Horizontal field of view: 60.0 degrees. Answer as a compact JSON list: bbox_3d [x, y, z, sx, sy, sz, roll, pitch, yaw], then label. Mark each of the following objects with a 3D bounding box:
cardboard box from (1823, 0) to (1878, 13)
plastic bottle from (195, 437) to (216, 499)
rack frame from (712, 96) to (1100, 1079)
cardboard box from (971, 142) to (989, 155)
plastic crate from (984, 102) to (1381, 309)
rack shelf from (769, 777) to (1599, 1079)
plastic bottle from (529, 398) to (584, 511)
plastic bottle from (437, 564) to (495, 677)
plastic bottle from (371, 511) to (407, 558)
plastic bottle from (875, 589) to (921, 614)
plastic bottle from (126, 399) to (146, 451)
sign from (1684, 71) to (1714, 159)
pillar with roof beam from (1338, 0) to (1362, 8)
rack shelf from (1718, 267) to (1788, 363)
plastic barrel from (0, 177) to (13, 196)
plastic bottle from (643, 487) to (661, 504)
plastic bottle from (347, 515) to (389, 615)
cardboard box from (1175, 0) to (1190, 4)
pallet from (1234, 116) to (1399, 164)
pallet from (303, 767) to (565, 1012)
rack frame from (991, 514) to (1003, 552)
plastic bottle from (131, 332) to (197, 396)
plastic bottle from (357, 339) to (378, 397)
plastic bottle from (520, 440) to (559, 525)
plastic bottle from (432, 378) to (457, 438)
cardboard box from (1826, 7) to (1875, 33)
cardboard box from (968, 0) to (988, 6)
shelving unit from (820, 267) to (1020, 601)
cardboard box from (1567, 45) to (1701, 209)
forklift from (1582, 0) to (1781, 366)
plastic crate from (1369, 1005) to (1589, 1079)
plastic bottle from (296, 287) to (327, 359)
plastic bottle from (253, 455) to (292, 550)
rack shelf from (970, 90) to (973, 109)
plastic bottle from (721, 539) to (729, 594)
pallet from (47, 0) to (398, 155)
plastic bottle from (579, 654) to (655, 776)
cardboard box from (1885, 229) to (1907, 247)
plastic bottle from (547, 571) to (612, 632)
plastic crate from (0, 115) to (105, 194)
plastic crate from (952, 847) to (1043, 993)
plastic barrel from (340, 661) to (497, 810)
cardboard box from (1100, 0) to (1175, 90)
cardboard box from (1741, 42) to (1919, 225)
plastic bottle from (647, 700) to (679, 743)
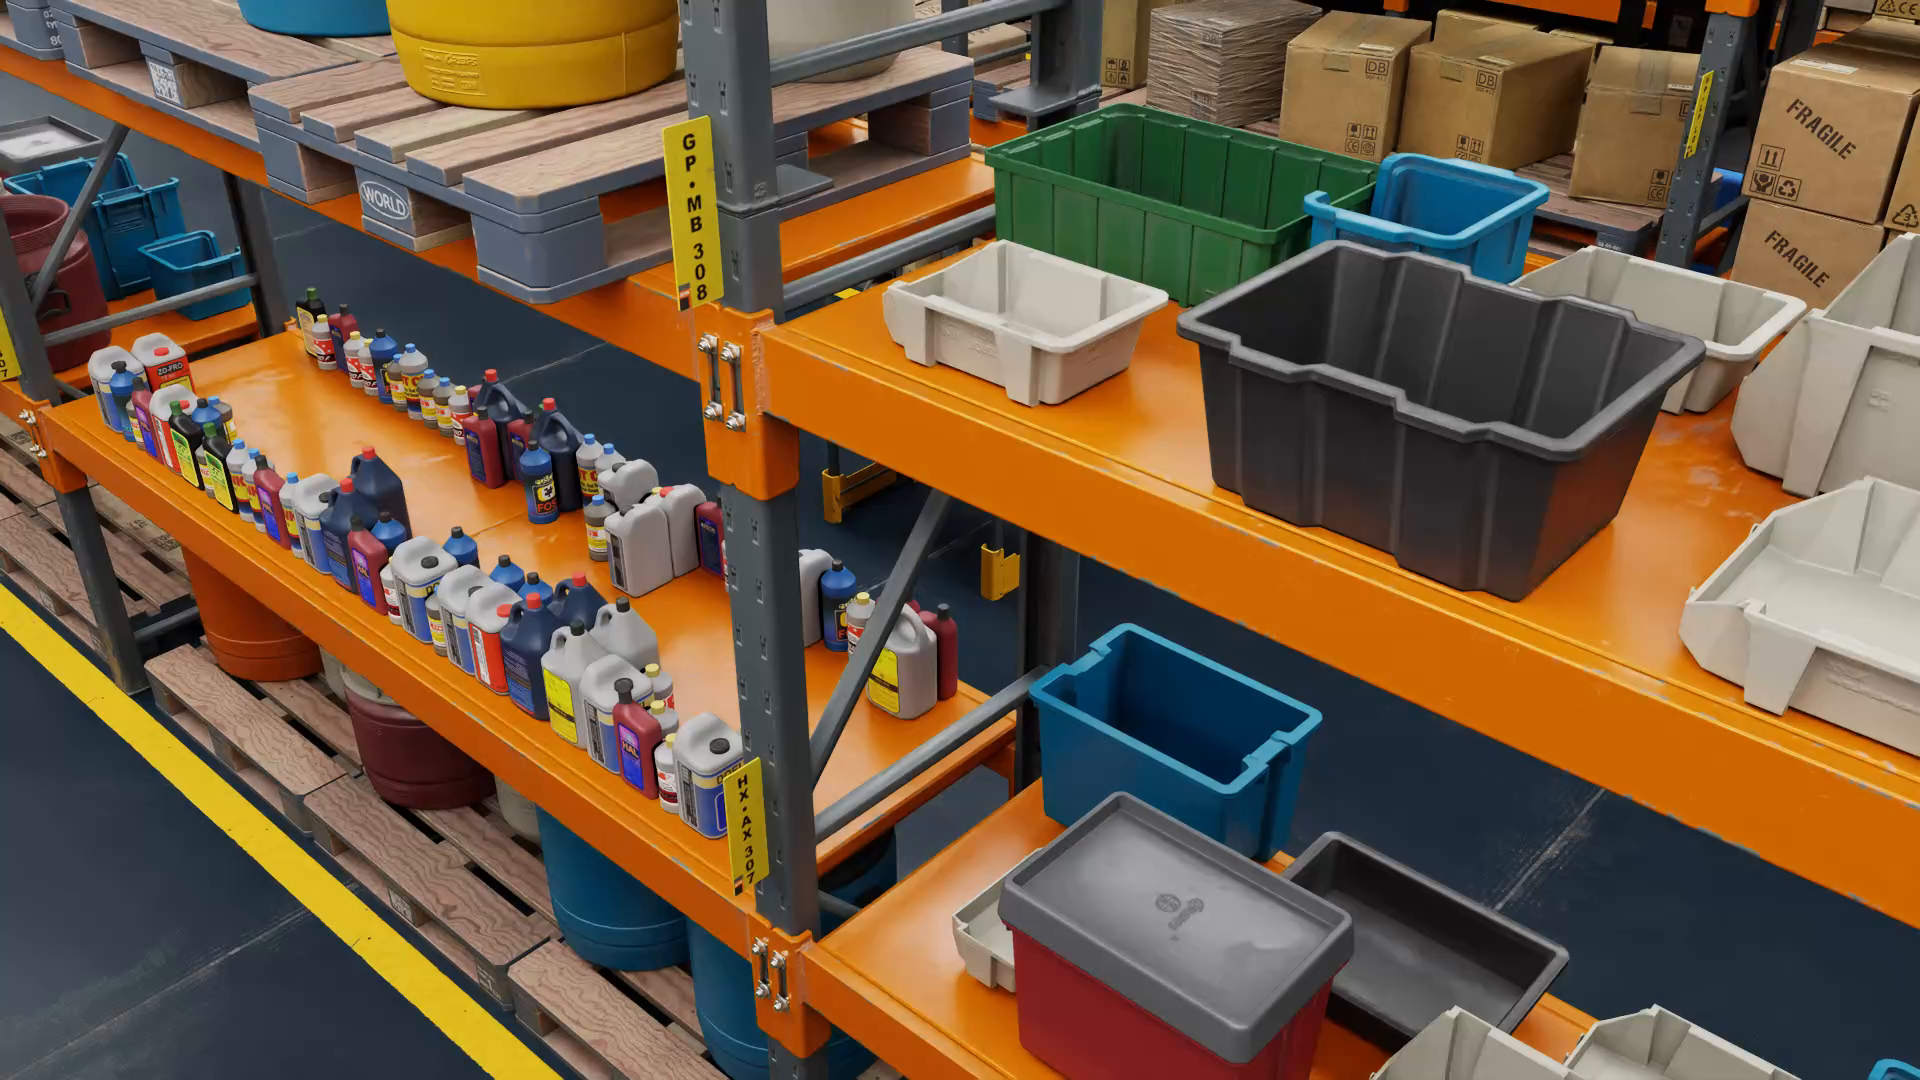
[{"bbox_3d":[5.667,-3.680,10.549,0.500,0.500,0.500,25,39,35],"label":"cardboard box"},{"bbox_3d":[-2.437,-0.245,5.441,0.097,0.201,0.097,0,31,0],"label":"plastic bottle"},{"bbox_3d":[-0.085,0.524,3.971,0.127,3.000,1.000,25,39,35],"label":"rack frame"},{"bbox_3d":[0.085,-2.289,10.359,0.500,0.311,0.500,27,40,37],"label":"cardboard box"},{"bbox_3d":[0.432,-0.639,3.201,0.662,0.188,0.450,25,39,35],"label":"plastic crate"},{"bbox_3d":[1.398,1.524,3.007,4.000,0.370,1.077,25,39,35],"label":"rack shelf"},{"bbox_3d":[-1.291,-0.286,5.364,0.185,0.351,0.144,25,39,35],"label":"plastic bottle"},{"bbox_3d":[-1.339,0.217,4.602,0.135,0.276,0.152,25,39,35],"label":"plastic bottle"},{"bbox_3d":[-1.673,0.039,4.901,0.097,0.271,0.097,0,31,0],"label":"plastic bottle"},{"bbox_3d":[-0.169,0.238,4.560,0.133,0.283,0.061,25,39,35],"label":"plastic bottle"},{"bbox_3d":[-2.807,-0.418,5.728,0.097,0.201,0.097,0,31,0],"label":"plastic bottle"},{"bbox_3d":[2.872,-1.652,6.462,0.005,0.325,0.100,25,39,35],"label":"sign"},{"bbox_3d":[0.325,-6.354,9.579,0.400,9.000,9.100,25,39,35],"label":"pillar with roof beam"},{"bbox_3d":[4.725,-0.369,6.151,4.000,0.370,1.077,25,39,35],"label":"rack shelf"},{"bbox_3d":[-3.957,-1.183,6.698,0.421,0.512,0.421,0,31,0],"label":"plastic barrel"},{"bbox_3d":[-0.927,-0.068,5.147,0.097,0.201,0.097,0,31,0],"label":"plastic bottle"},{"bbox_3d":[-1.713,0.071,4.837,0.133,0.283,0.061,25,39,35],"label":"plastic bottle"},{"bbox_3d":[1.957,-4.551,14.398,0.500,0.500,0.700,26,39,36],"label":"cardboard box"},{"bbox_3d":[1.721,-2.000,8.350,1.213,0.211,1.003,25,39,35],"label":"pallet"},{"bbox_3d":[-1.538,1.013,5.862,1.213,0.211,1.003,25,39,35],"label":"pallet"},{"bbox_3d":[0.314,-0.496,7.120,0.032,1.500,0.500,25,39,35],"label":"rack frame"},{"bbox_3d":[-2.845,-0.592,5.946,0.135,0.276,0.152,25,39,35],"label":"plastic bottle"},{"bbox_3d":[-2.148,-0.638,6.094,0.097,0.201,0.097,0,31,0],"label":"plastic bottle"},{"bbox_3d":[-1.340,-0.190,5.283,0.097,0.271,0.097,0,31,0],"label":"plastic bottle"},{"bbox_3d":[-1.787,-0.470,5.814,0.097,0.201,0.097,0,31,0],"label":"plastic bottle"},{"bbox_3d":[5.758,-3.359,10.646,0.250,0.149,0.380,26,40,36],"label":"cardboard box"},{"bbox_3d":[0.215,-5.182,15.769,0.250,0.166,0.380,20,36,29],"label":"cardboard box"},{"bbox_3d":[-0.057,-0.669,7.407,1.083,1.500,0.587,25,39,35],"label":"shelving unit"},{"bbox_3d":[3.041,-1.841,7.396,0.500,0.500,0.700,12,33,19],"label":"cardboard box"},{"bbox_3d":[3.794,-2.837,9.621,3.031,2.935,1.130,26,40,36],"label":"forklift"},{"bbox_3d":[0.924,1.148,2.992,0.530,0.282,0.437,25,39,35],"label":"plastic crate"},{"bbox_3d":[-2.464,-0.834,6.340,0.133,0.283,0.061,25,39,35],"label":"plastic bottle"},{"bbox_3d":[-2.121,-0.120,5.154,0.133,0.283,0.061,25,39,35],"label":"plastic bottle"},{"bbox_3d":[-1.207,-3.137,10.751,4.000,0.370,1.077,25,39,35],"label":"rack shelf"},{"bbox_3d":[-0.656,0.058,4.937,0.097,0.201,0.097,0,31,0],"label":"plastic bottle"},{"bbox_3d":[-1.575,-1.306,4.285,1.213,0.211,1.003,25,39,35],"label":"pallet"},{"bbox_3d":[-0.865,0.438,4.235,0.135,0.276,0.152,25,39,35],"label":"plastic bottle"},{"bbox_3d":[3.819,-0.955,6.331,0.500,0.500,0.500,26,40,36],"label":"cardboard box"},{"bbox_3d":[-1.026,0.233,4.503,0.185,0.351,0.144,25,39,35],"label":"plastic bottle"},{"bbox_3d":[-4.043,-1.564,7.378,0.583,0.464,0.402,25,39,35],"label":"plastic crate"},{"bbox_3d":[0.164,0.827,3.666,0.243,0.136,0.396,25,39,35],"label":"plastic crate"},{"bbox_3d":[-1.839,0.546,5.865,0.708,0.588,0.600,25,39,35],"label":"plastic barrel"},{"bbox_3d":[0.819,-2.801,8.991,0.500,0.500,0.700,12,33,19],"label":"cardboard box"},{"bbox_3d":[3.402,-1.570,6.382,0.500,0.500,0.500,26,40,36],"label":"cardboard box"},{"bbox_3d":[-0.756,0.497,4.209,0.097,0.201,0.097,0,31,0],"label":"plastic bottle"}]
